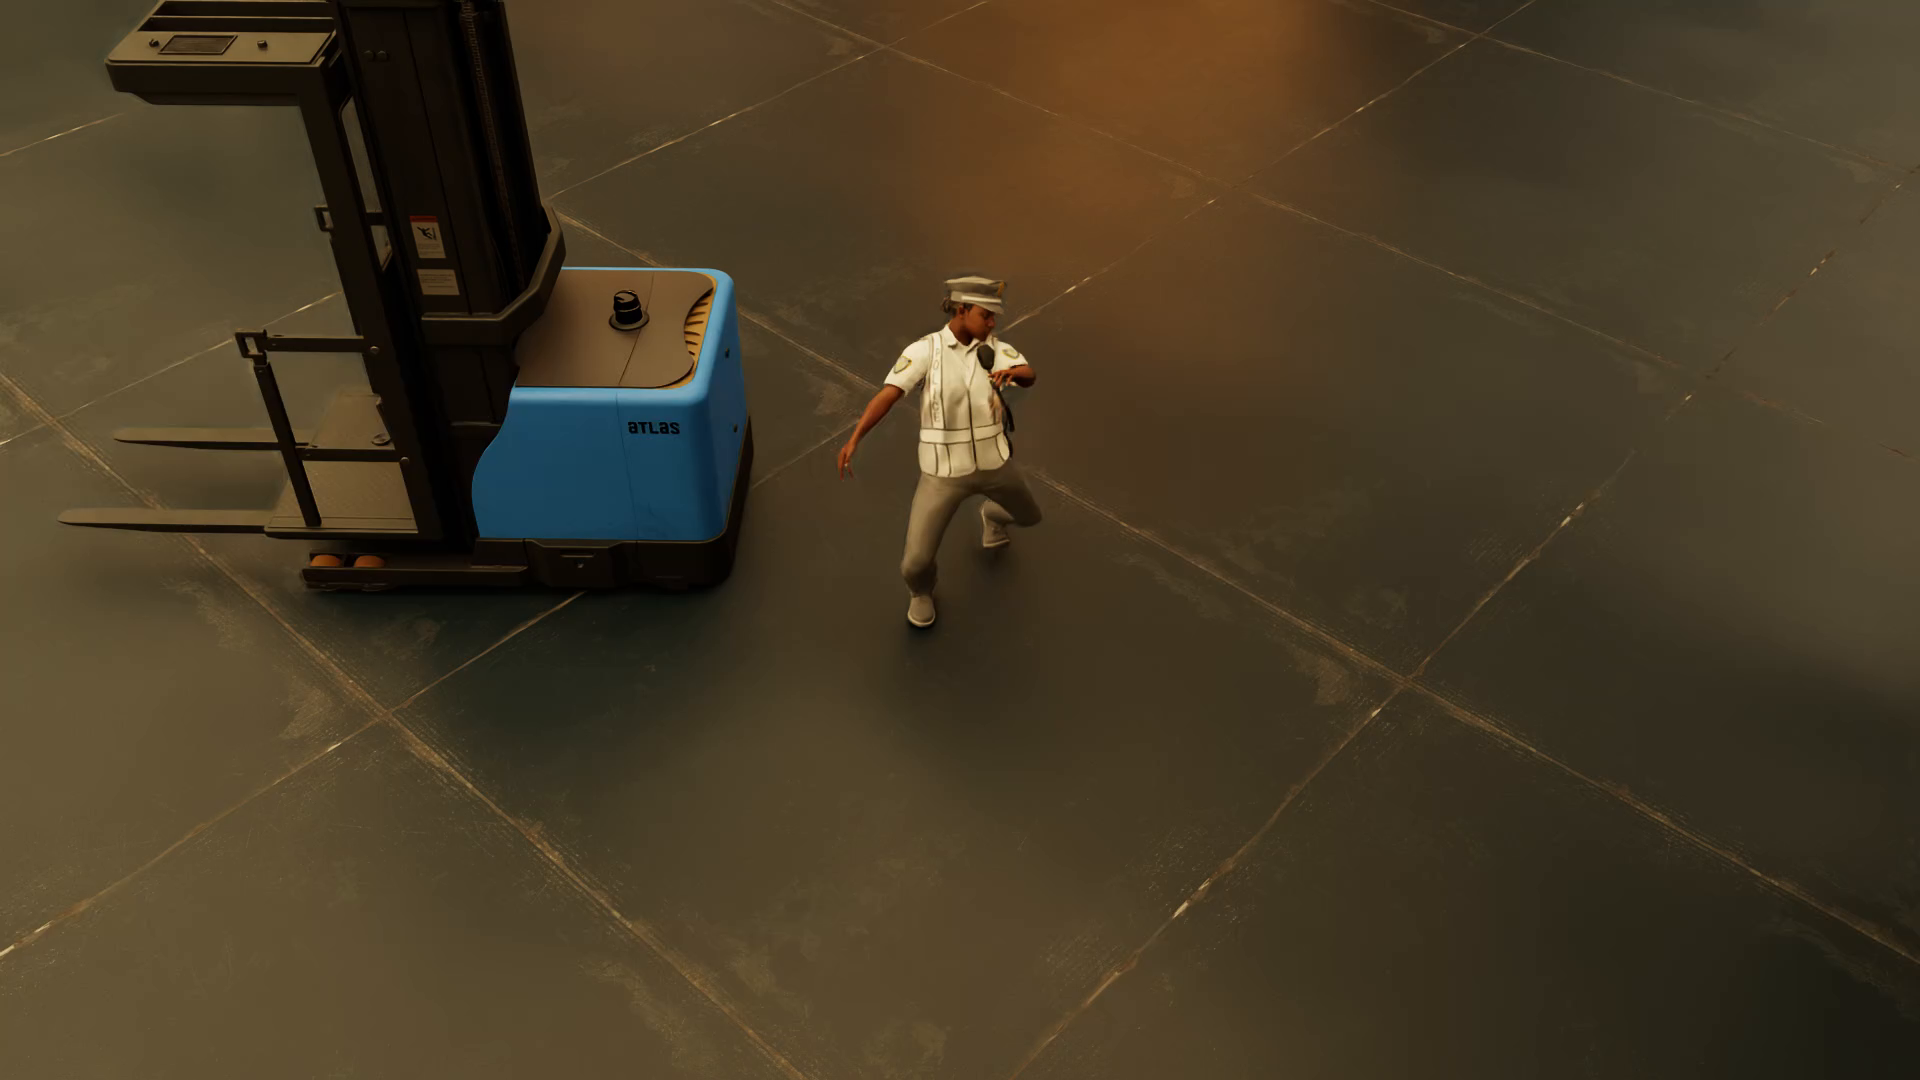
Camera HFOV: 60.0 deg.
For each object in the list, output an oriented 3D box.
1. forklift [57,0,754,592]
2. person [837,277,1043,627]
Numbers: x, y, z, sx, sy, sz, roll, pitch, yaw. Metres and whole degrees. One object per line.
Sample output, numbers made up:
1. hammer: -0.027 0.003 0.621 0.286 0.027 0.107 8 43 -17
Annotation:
1. forklift: -2.523 -1.225 6.856 3.031 2.935 1.130 1 41 1
2. person: -0.086 -0.284 6.864 0.962 1.472 0.760 -19 44 -20
